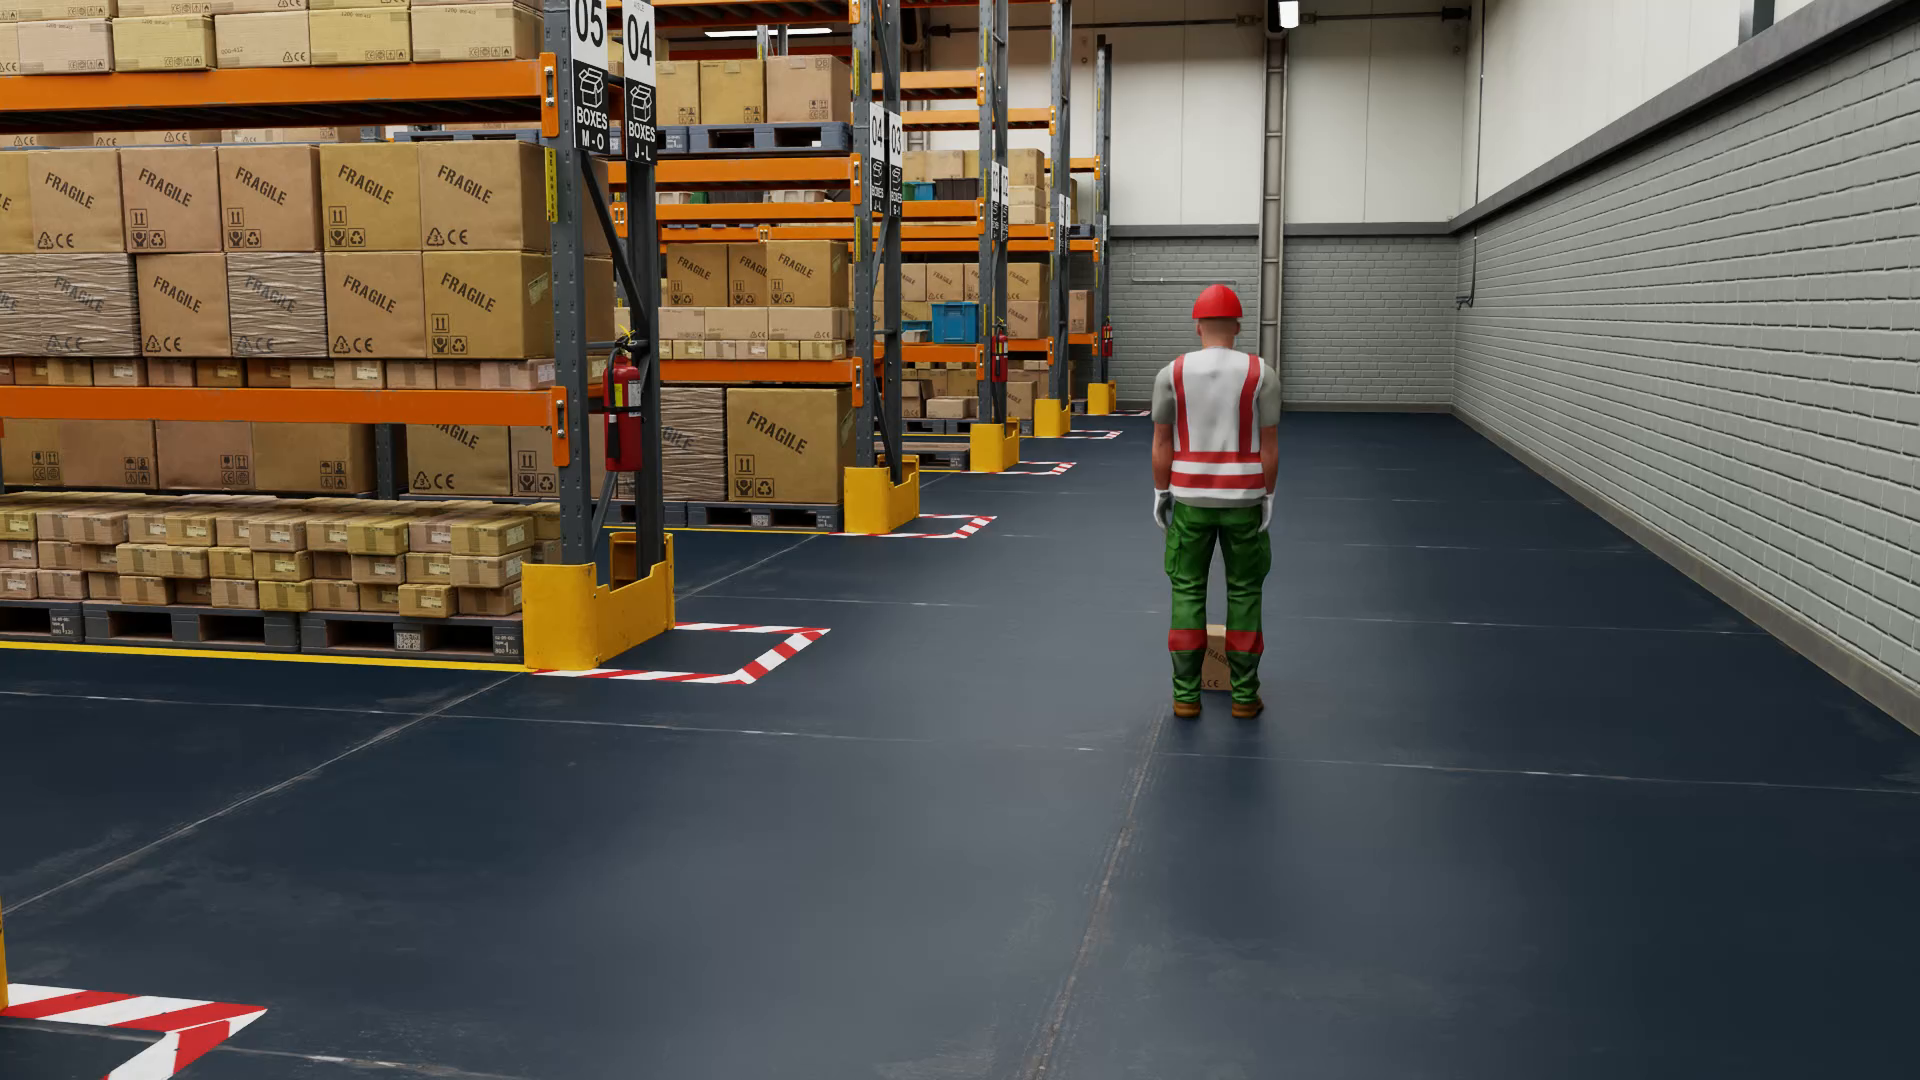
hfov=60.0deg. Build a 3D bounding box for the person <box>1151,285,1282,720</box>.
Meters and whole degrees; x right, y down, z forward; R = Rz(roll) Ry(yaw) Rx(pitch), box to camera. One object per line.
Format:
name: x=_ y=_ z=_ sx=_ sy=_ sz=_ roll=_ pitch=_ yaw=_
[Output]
person: x=1.057 y=-0.158 z=6.898 sx=0.527 sy=1.780 sz=0.352 roll=2 pitch=8 yaw=12
